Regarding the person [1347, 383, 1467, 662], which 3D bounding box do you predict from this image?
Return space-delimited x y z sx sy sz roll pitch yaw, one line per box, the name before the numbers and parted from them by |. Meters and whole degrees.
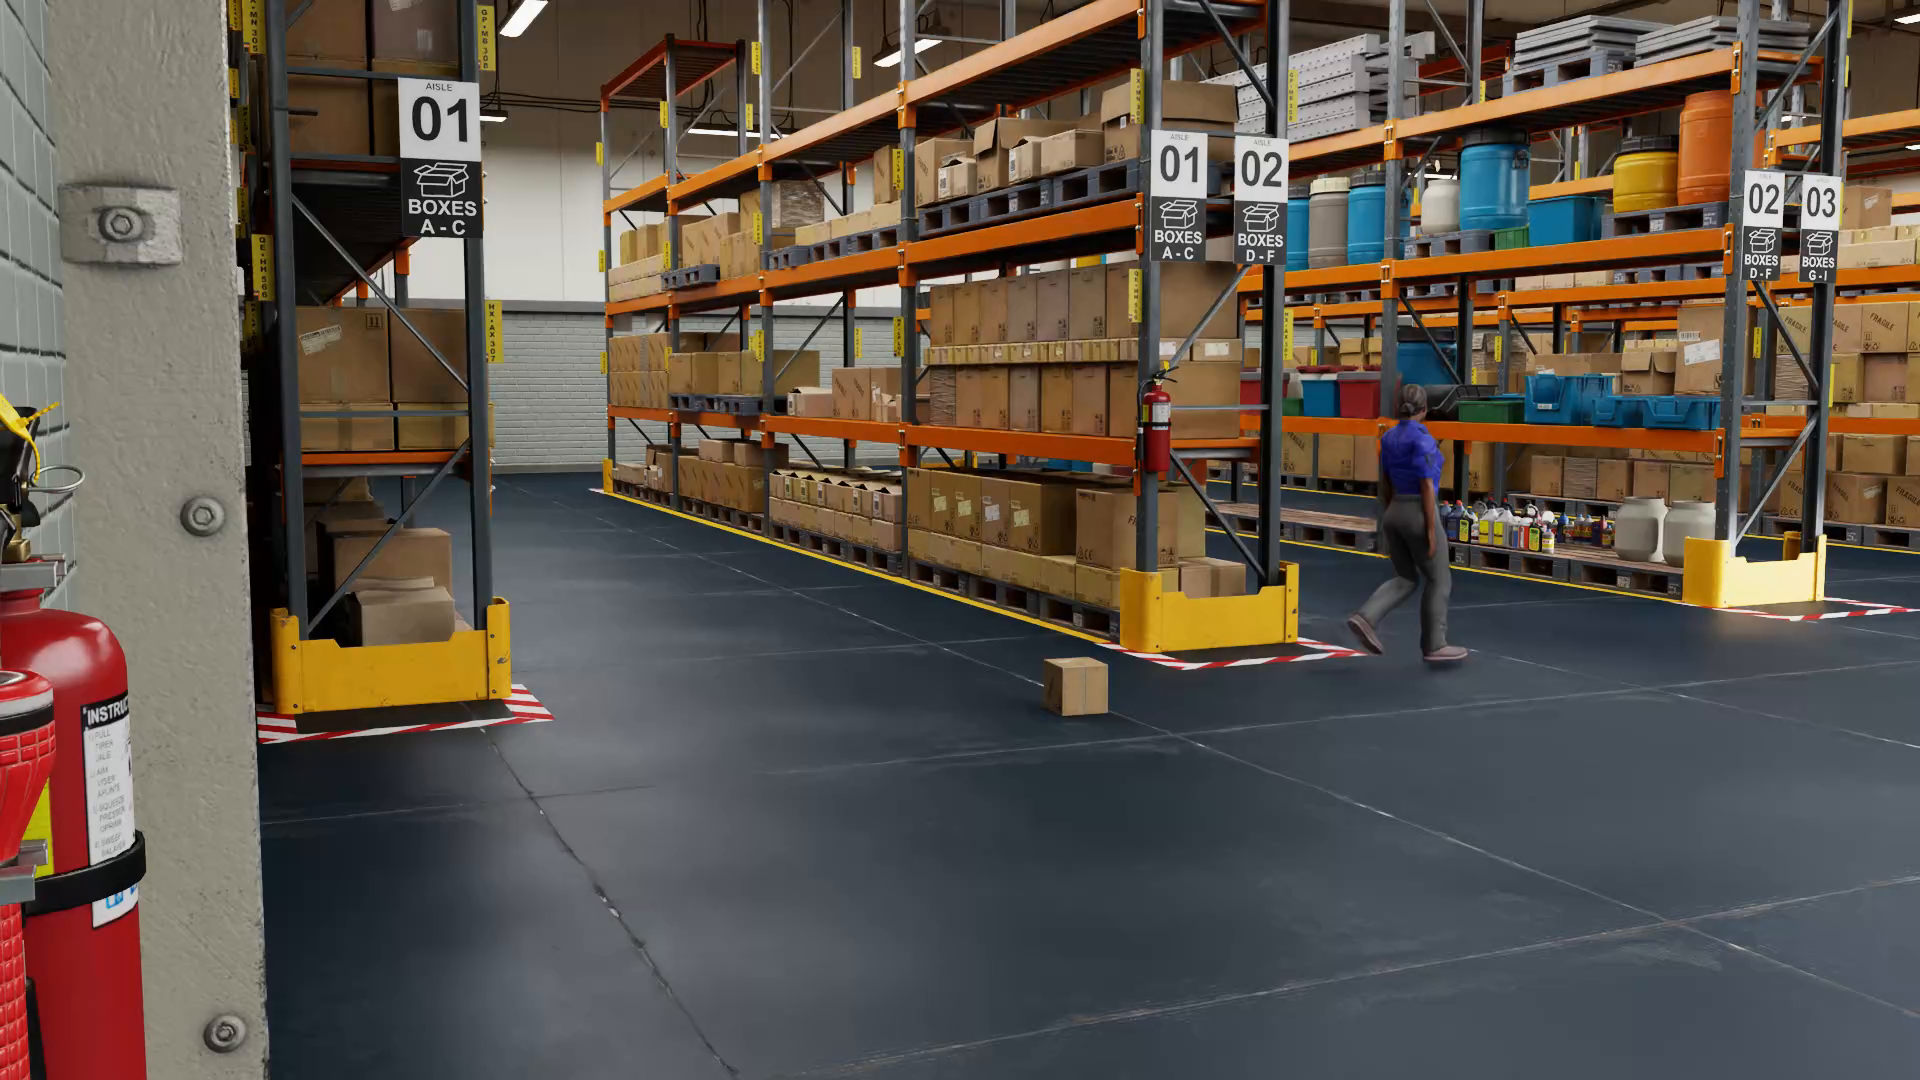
person | 2.651 -0.103 9.786 0.720 1.631 0.471 -2 6 -19
